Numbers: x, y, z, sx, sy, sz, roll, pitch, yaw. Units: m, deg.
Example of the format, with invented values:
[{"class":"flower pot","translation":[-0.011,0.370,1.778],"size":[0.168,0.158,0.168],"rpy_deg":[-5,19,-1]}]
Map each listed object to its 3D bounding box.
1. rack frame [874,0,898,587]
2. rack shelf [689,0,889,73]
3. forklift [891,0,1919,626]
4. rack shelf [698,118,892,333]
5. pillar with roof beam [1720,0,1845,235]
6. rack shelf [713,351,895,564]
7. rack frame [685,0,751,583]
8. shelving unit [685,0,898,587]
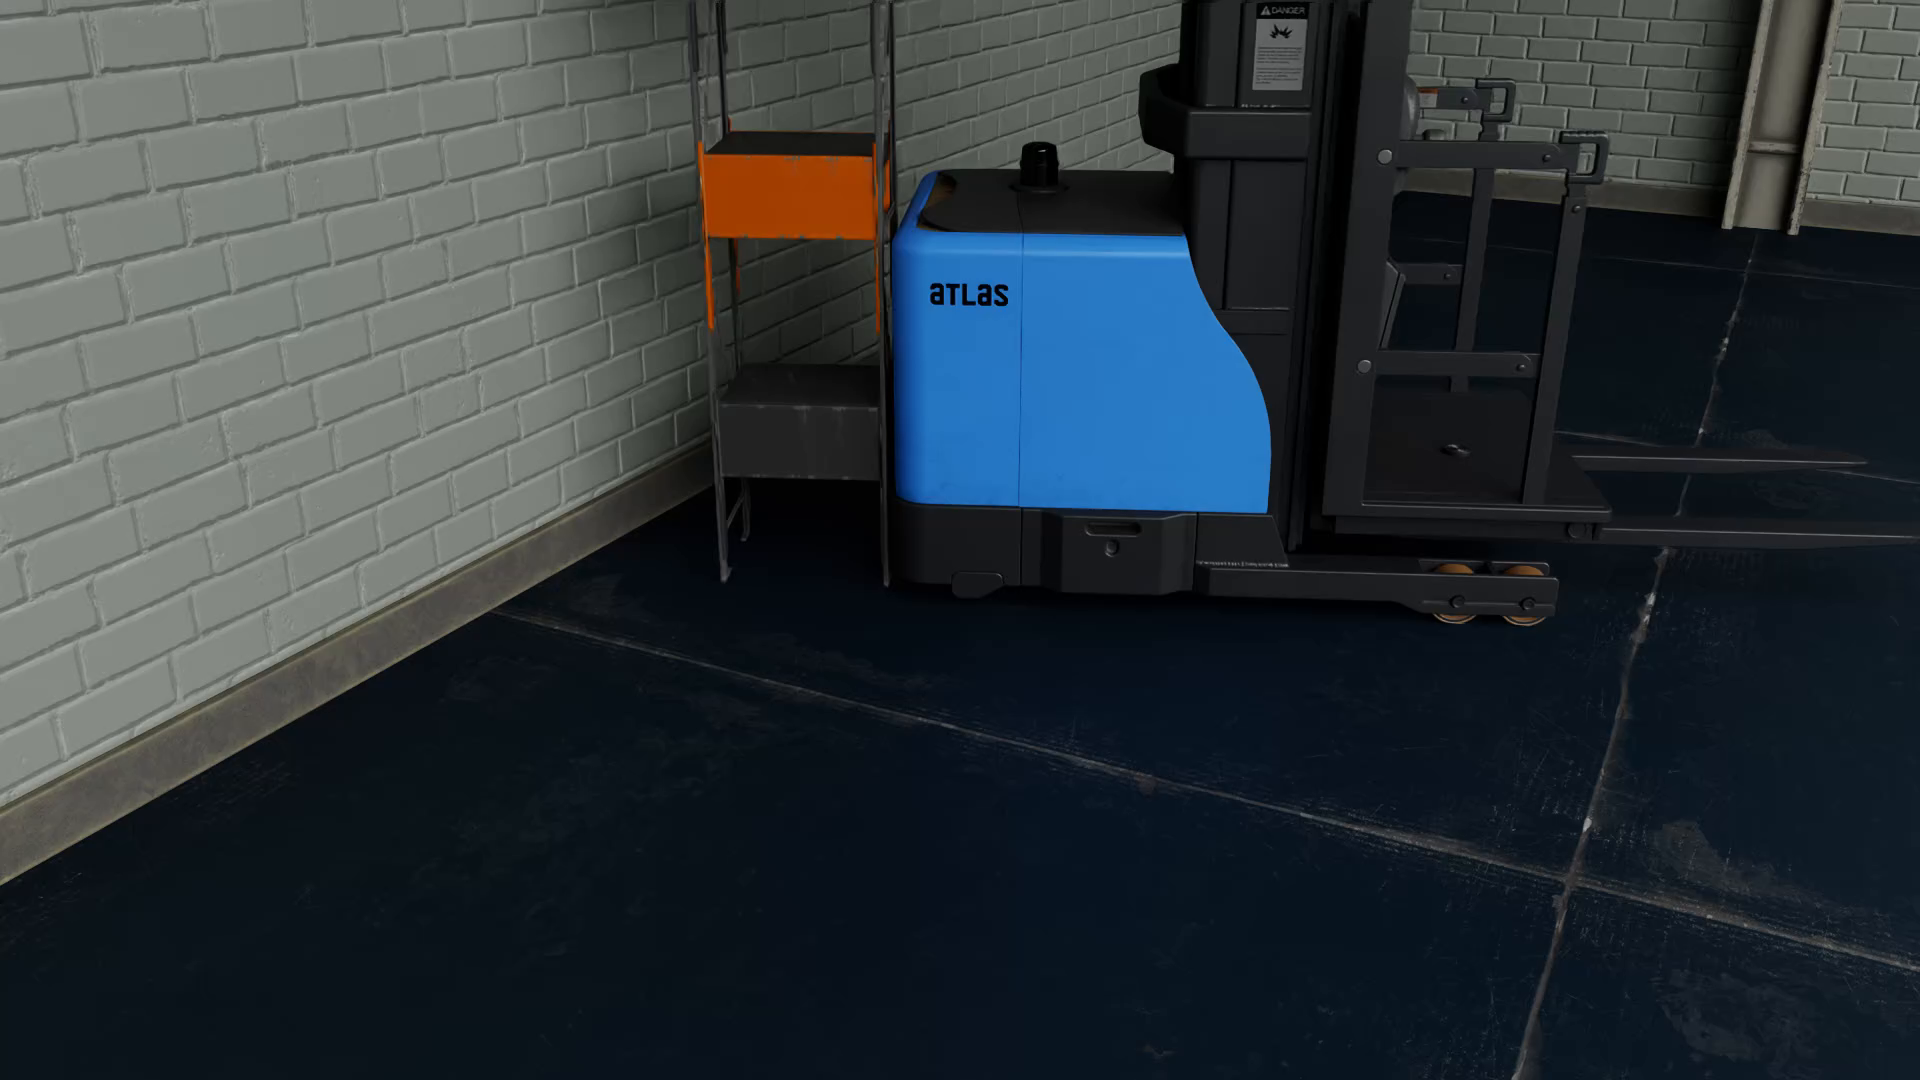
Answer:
[{"class":"rack frame","translation":[-0.204,-0.904,4.693],"size":[0.015,2.100,0.400],"rpy_deg":[2,23,4]},{"class":"rack shelf","translation":[-0.447,-1.543,4.440],"size":[0.480,0.518,0.431],"rpy_deg":[2,23,4]},{"class":"forklift","translation":[1.342,-1.323,4.615],"size":[3.031,2.935,1.130],"rpy_deg":[2,23,4]},{"class":"rack shelf","translation":[-0.447,-0.898,4.714],"size":[0.480,0.518,0.431],"rpy_deg":[2,23,4]},{"class":"pillar with roof beam","translation":[2.600,-4.419,4.142],"size":[0.400,9.000,9.100],"rpy_deg":[11,25,25]},{"class":"rack shelf","translation":[-0.447,-0.254,4.988],"size":[0.480,0.518,0.431],"rpy_deg":[2,23,4]},{"class":"rack frame","translation":[-0.691,-0.918,4.725],"size":[0.015,2.100,0.400],"rpy_deg":[2,23,4]},{"class":"shelving unit","translation":[-0.447,-0.911,4.709],"size":[0.503,2.100,0.431],"rpy_deg":[2,23,4]}]
